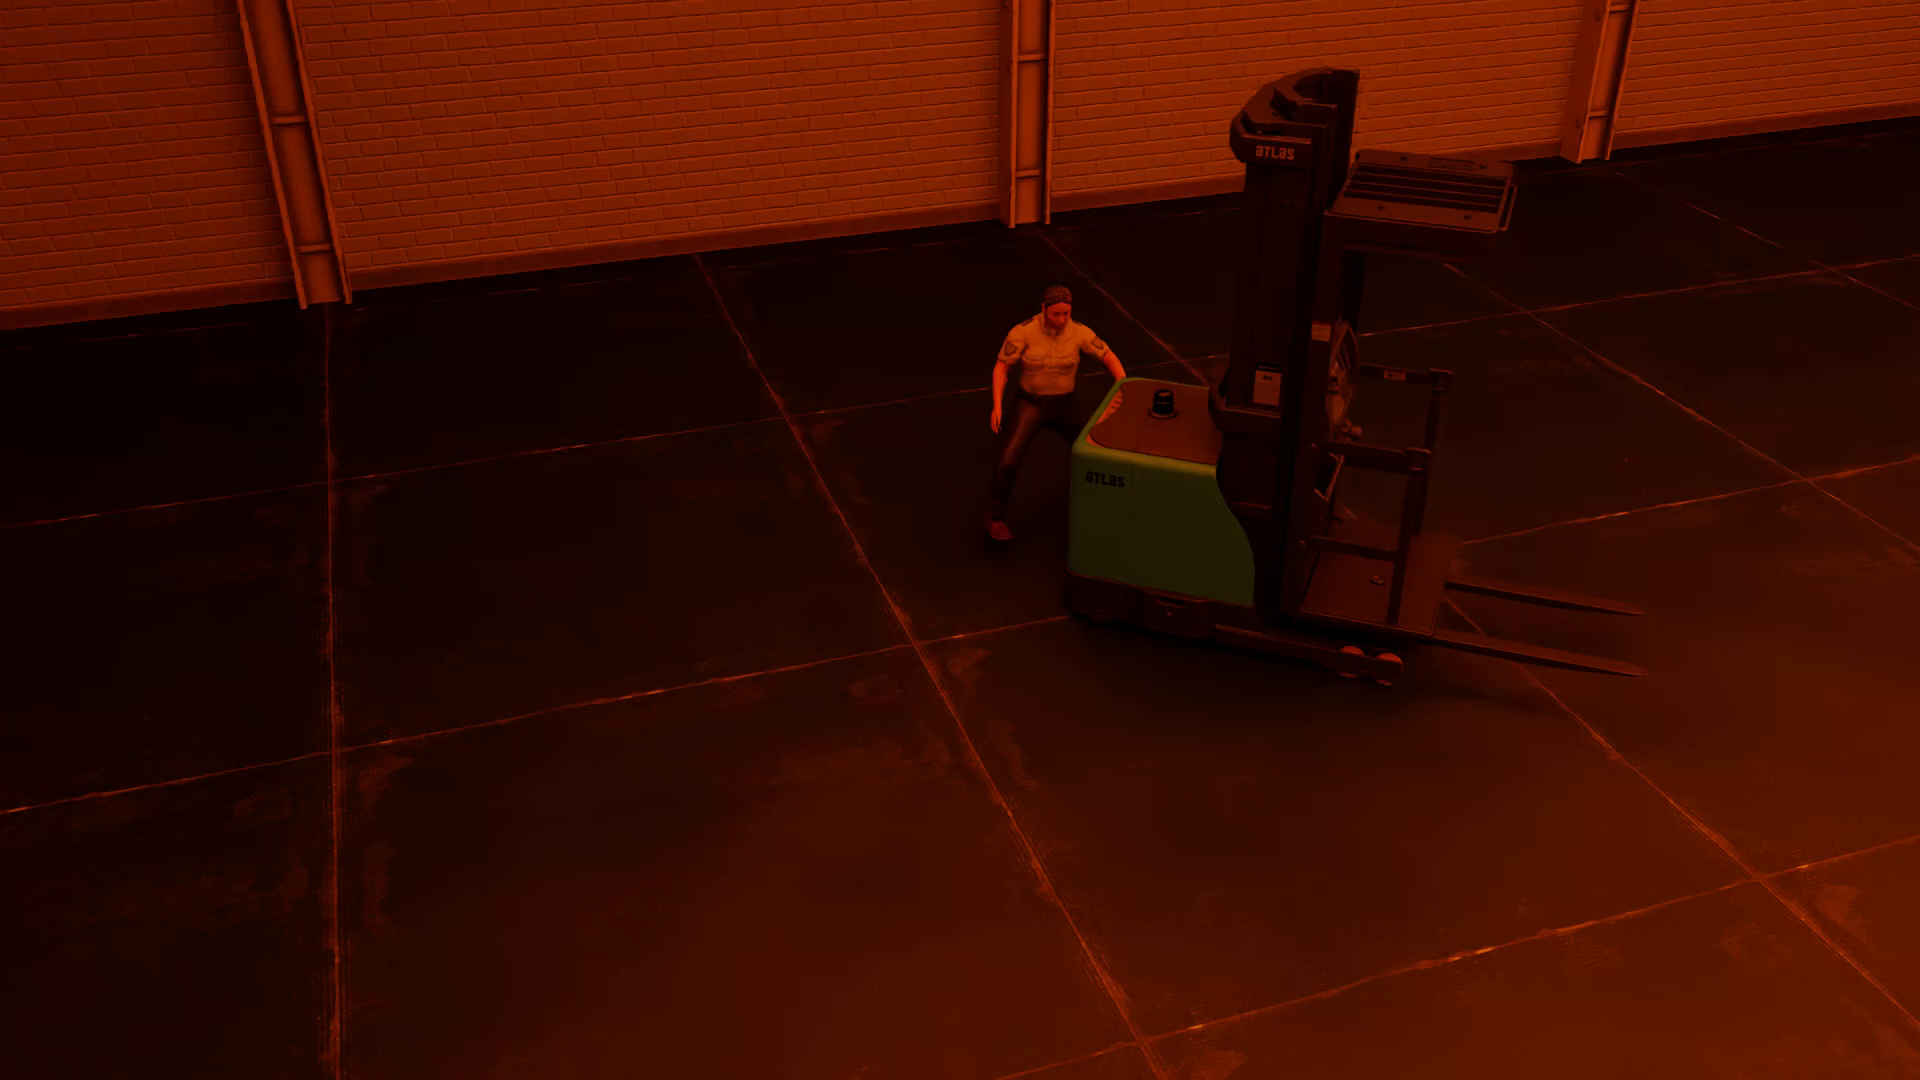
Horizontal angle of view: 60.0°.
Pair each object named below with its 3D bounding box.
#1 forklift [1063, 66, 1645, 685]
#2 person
[{"bbox_3d":[2.145,-0.810,8.495,3.031,2.935,1.130,10,32,17],"label":"forklift"},{"bbox_3d":[0.576,-0.787,9.941,0.928,1.528,0.785,-4,30,-7],"label":"person"}]
